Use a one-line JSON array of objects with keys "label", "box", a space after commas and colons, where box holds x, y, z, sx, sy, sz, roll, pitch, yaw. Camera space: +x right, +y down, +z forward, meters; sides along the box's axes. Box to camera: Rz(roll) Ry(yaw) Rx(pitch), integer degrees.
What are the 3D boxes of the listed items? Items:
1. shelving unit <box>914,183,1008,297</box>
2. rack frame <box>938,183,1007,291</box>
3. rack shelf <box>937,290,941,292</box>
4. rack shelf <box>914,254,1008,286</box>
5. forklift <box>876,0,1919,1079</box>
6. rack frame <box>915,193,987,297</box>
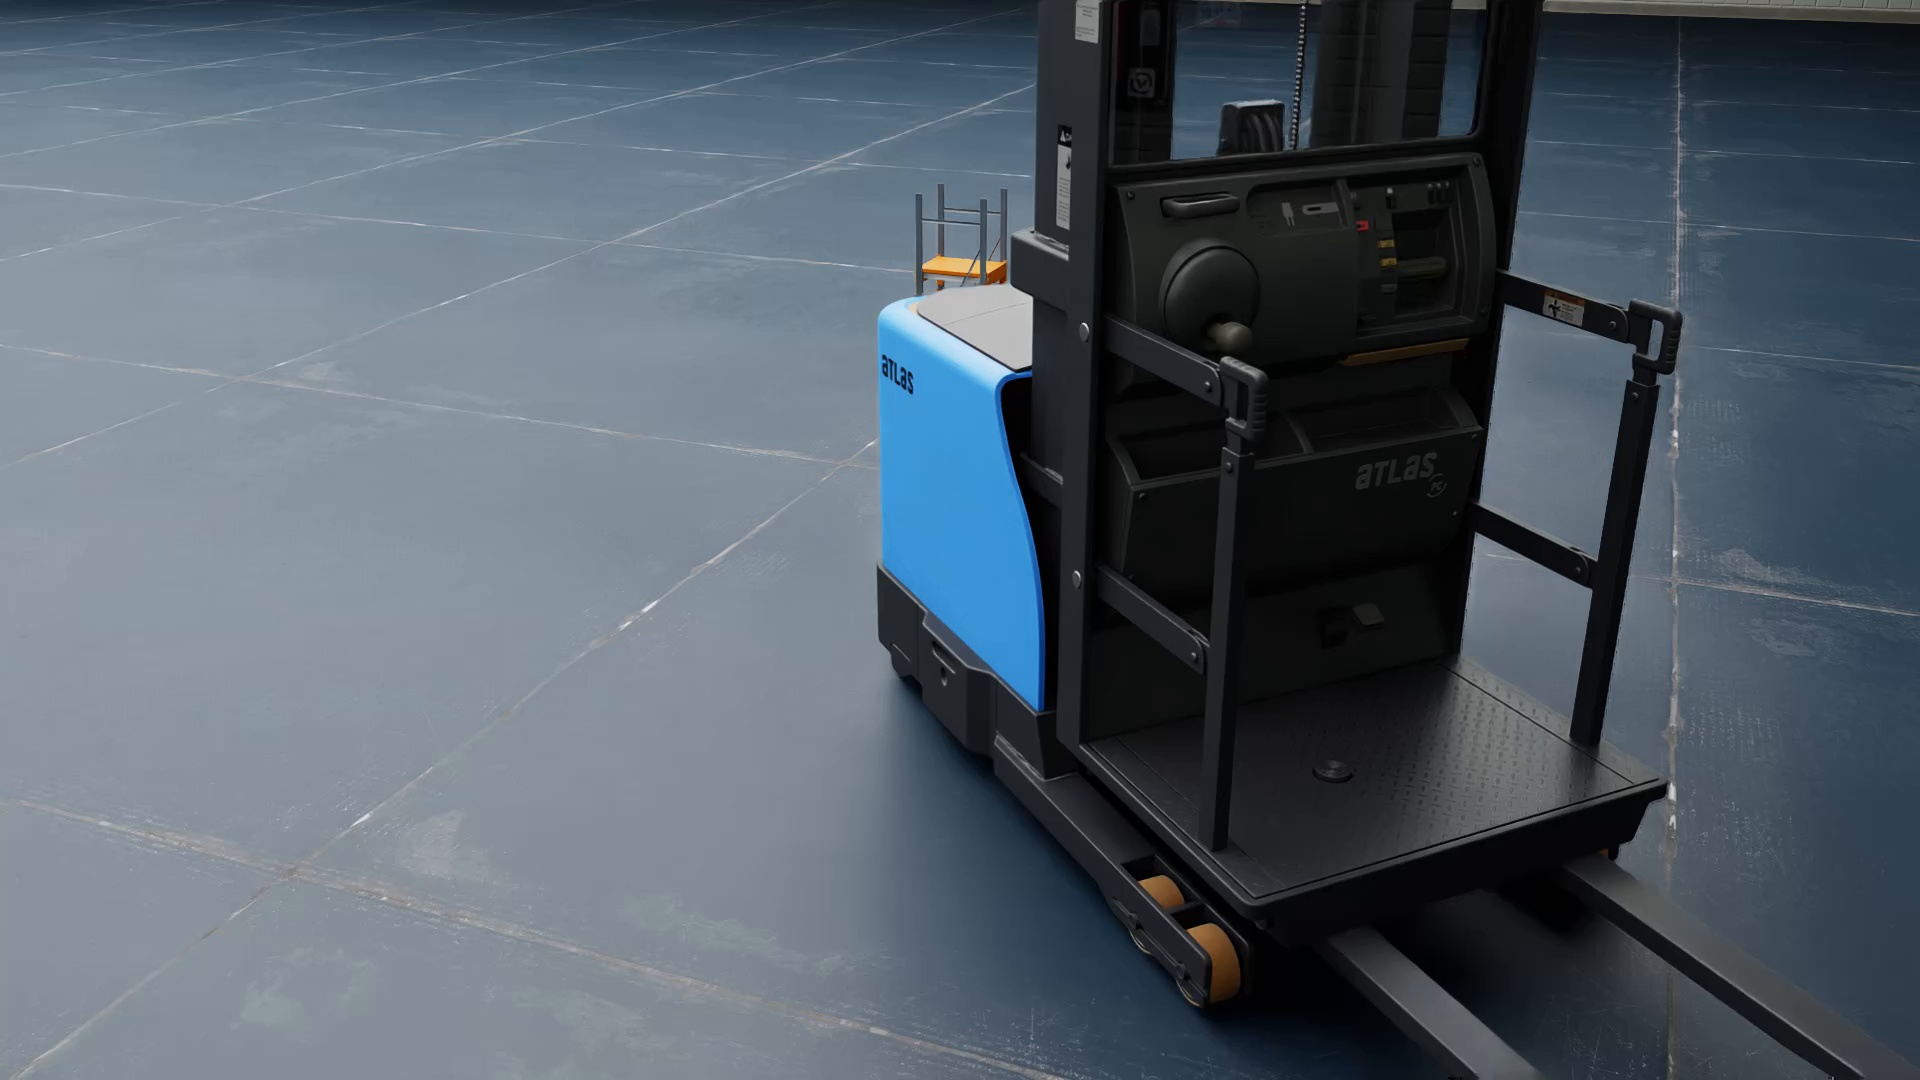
[{"label": "shelving unit", "box": [0.005, -0.559, 5.531, 0.258, 1.200, 0.189, 9, 24, 20]}, {"label": "rack frame", "box": [0.039, -0.592, 5.610, 0.240, 1.200, 0.006, 9, 24, 20]}, {"label": "rack shelf", "box": [0.005, -0.739, 5.456, 0.258, 0.103, 0.180, 9, 24, 20]}, {"label": "rack shelf", "box": [0.005, -0.850, 5.410, 0.258, 0.103, 0.180, 9, 24, 20]}, {"label": "forklift", "box": [0.841, -0.580, 3.337, 1.130, 2.935, 3.031, -10, 25, -23]}, {"label": "rack frame", "box": [-0.029, -0.526, 5.453, 0.240, 1.200, 0.006, 9, 24, 20]}]
